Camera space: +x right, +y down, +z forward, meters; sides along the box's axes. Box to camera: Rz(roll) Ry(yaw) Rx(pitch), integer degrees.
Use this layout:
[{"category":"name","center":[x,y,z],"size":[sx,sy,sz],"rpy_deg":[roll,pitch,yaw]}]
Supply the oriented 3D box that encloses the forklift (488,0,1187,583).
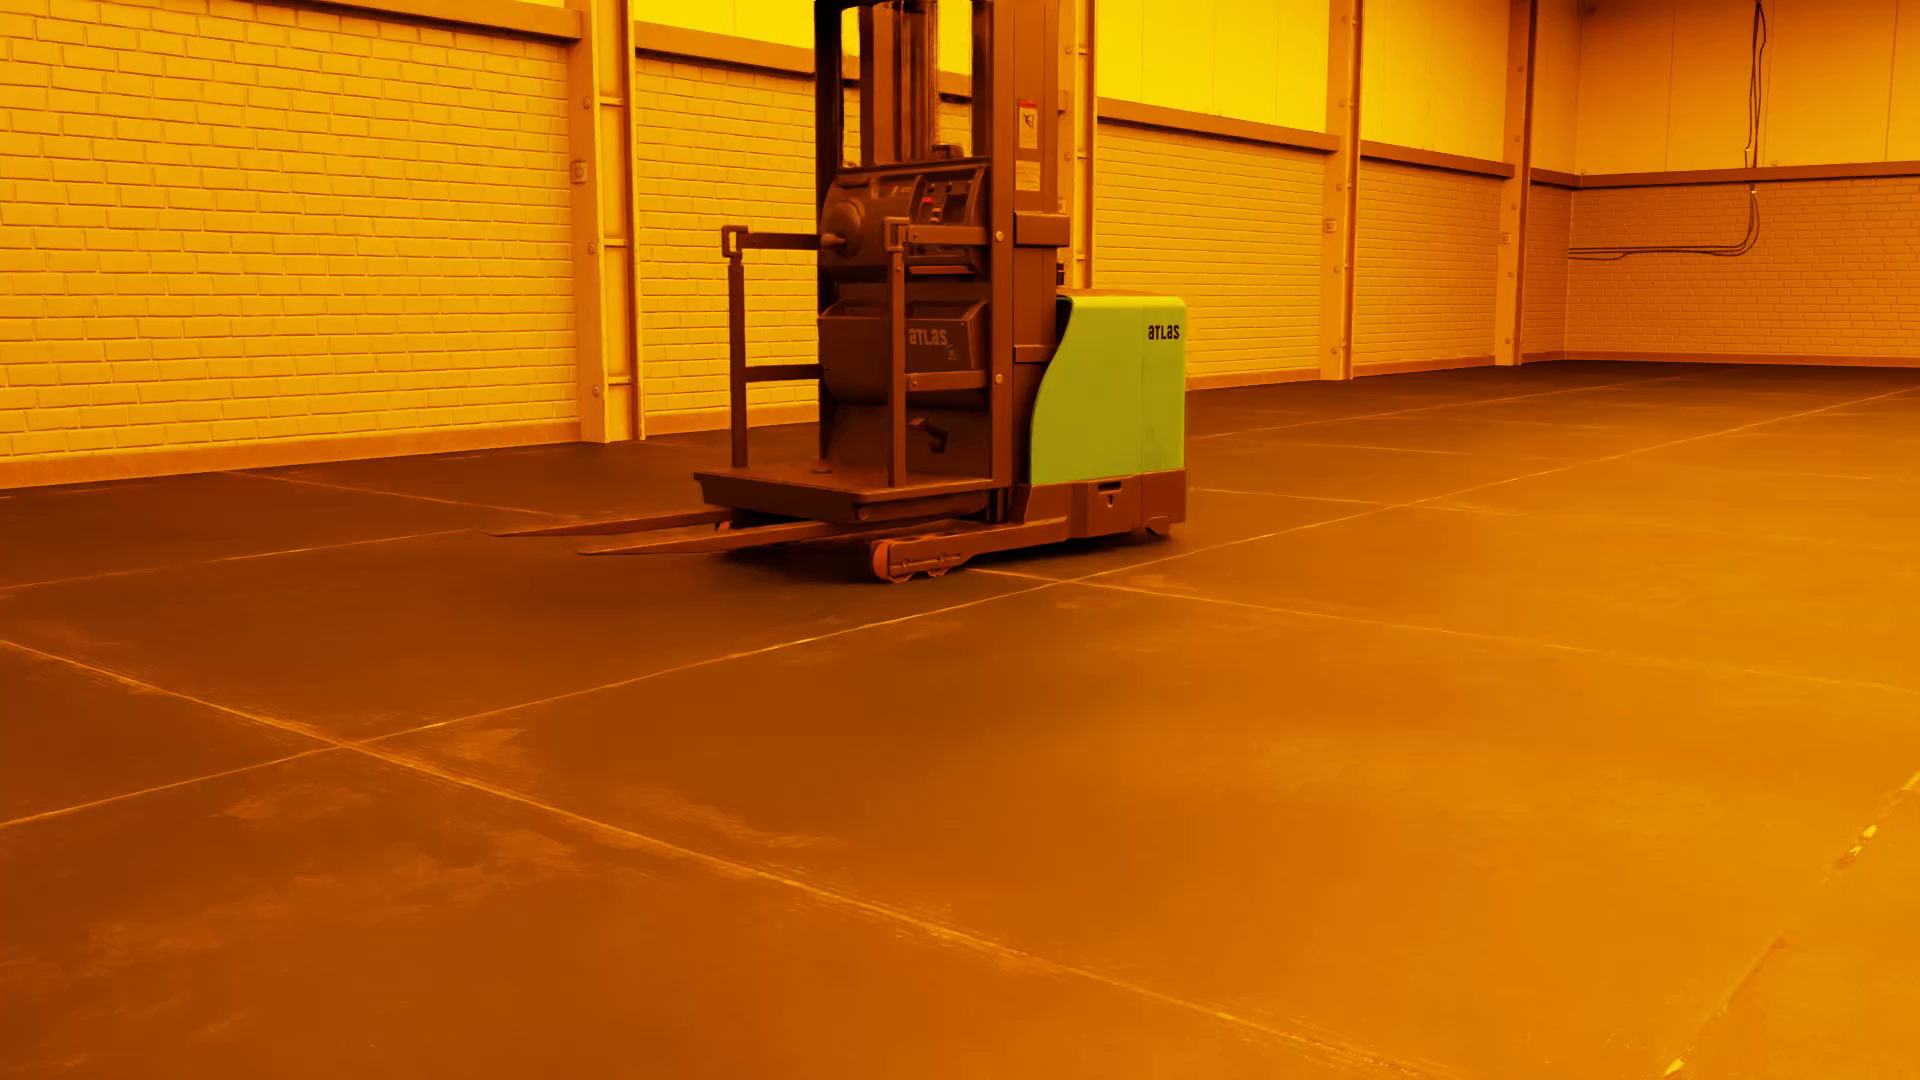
[{"category":"forklift","center":[-0.392,-1.370,6.648],"size":[3.031,2.935,1.130],"rpy_deg":[-8,11,-43]}]
